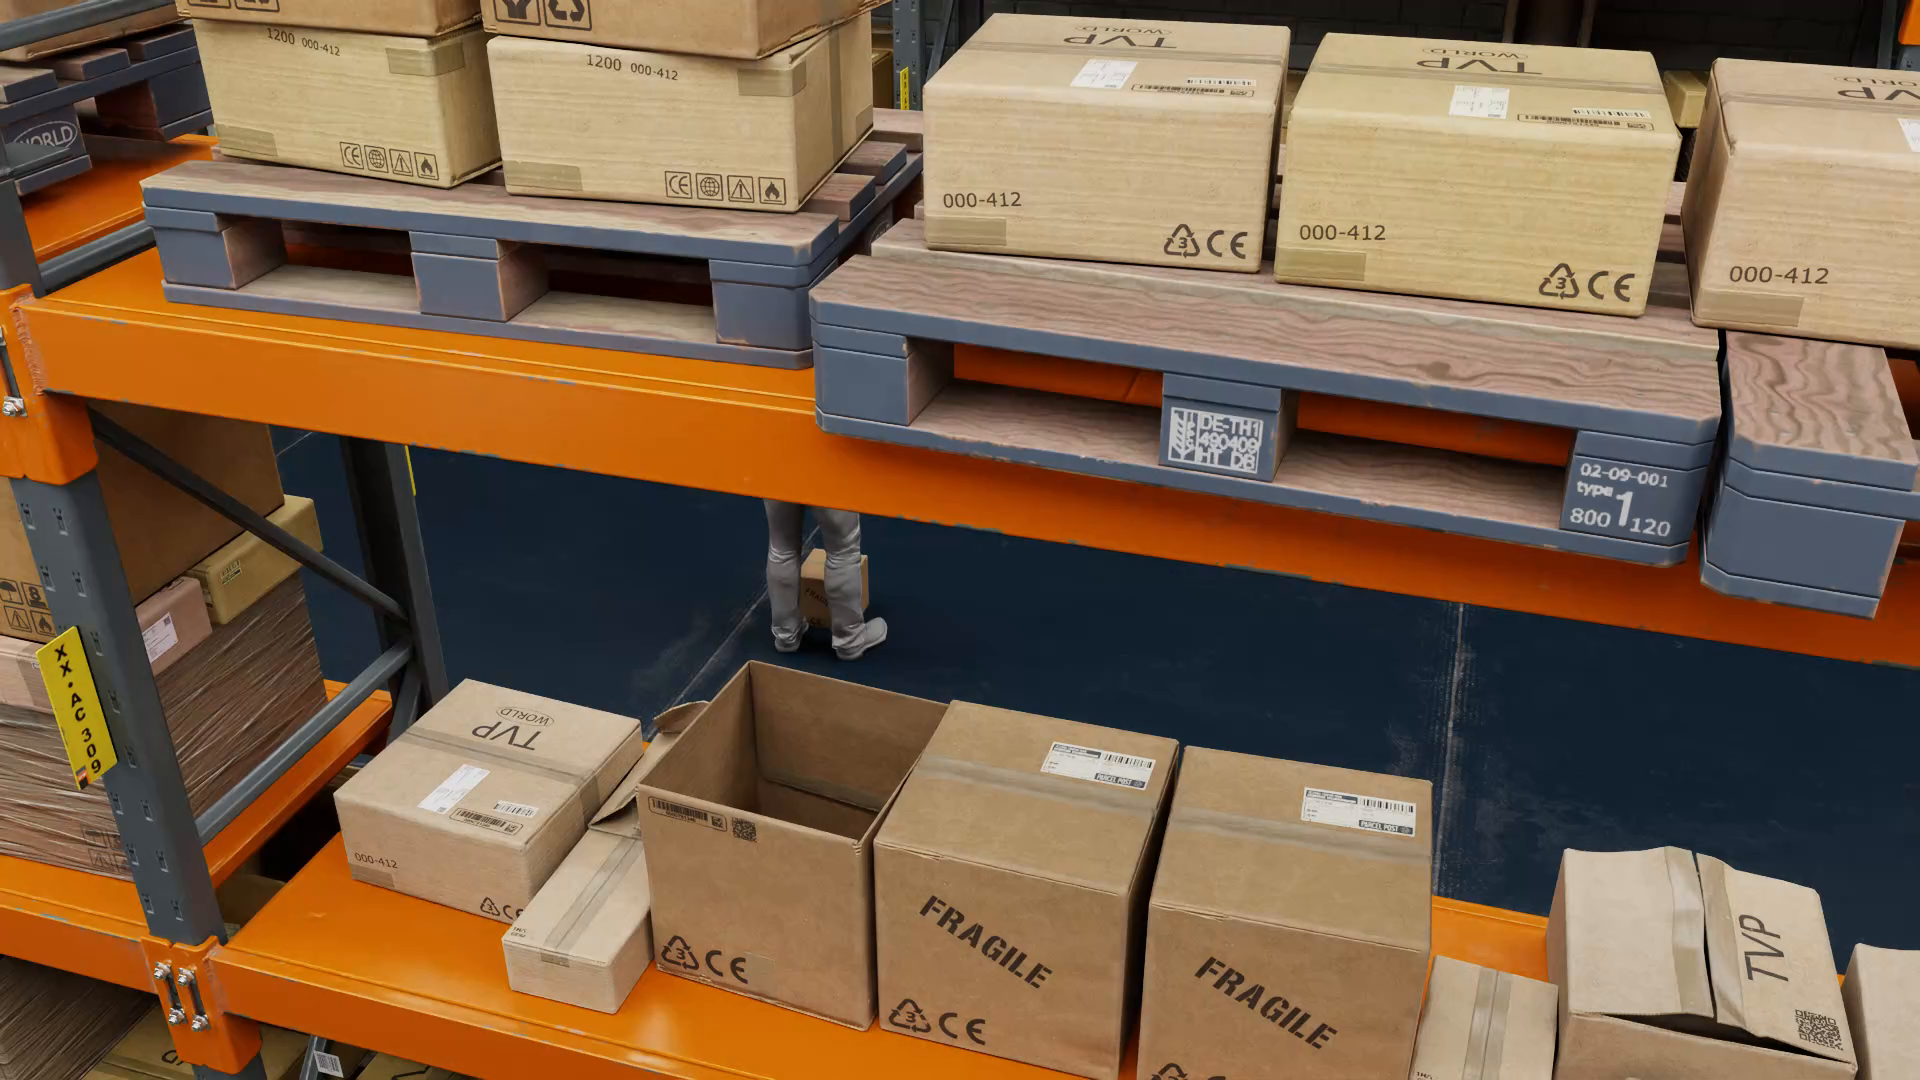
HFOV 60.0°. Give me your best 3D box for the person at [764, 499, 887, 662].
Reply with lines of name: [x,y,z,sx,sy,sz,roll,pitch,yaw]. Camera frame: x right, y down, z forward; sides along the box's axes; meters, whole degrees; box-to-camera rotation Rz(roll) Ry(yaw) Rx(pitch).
person: [-0.617,-0.337,6.714,0.637,1.761,0.460,8,30,14]
